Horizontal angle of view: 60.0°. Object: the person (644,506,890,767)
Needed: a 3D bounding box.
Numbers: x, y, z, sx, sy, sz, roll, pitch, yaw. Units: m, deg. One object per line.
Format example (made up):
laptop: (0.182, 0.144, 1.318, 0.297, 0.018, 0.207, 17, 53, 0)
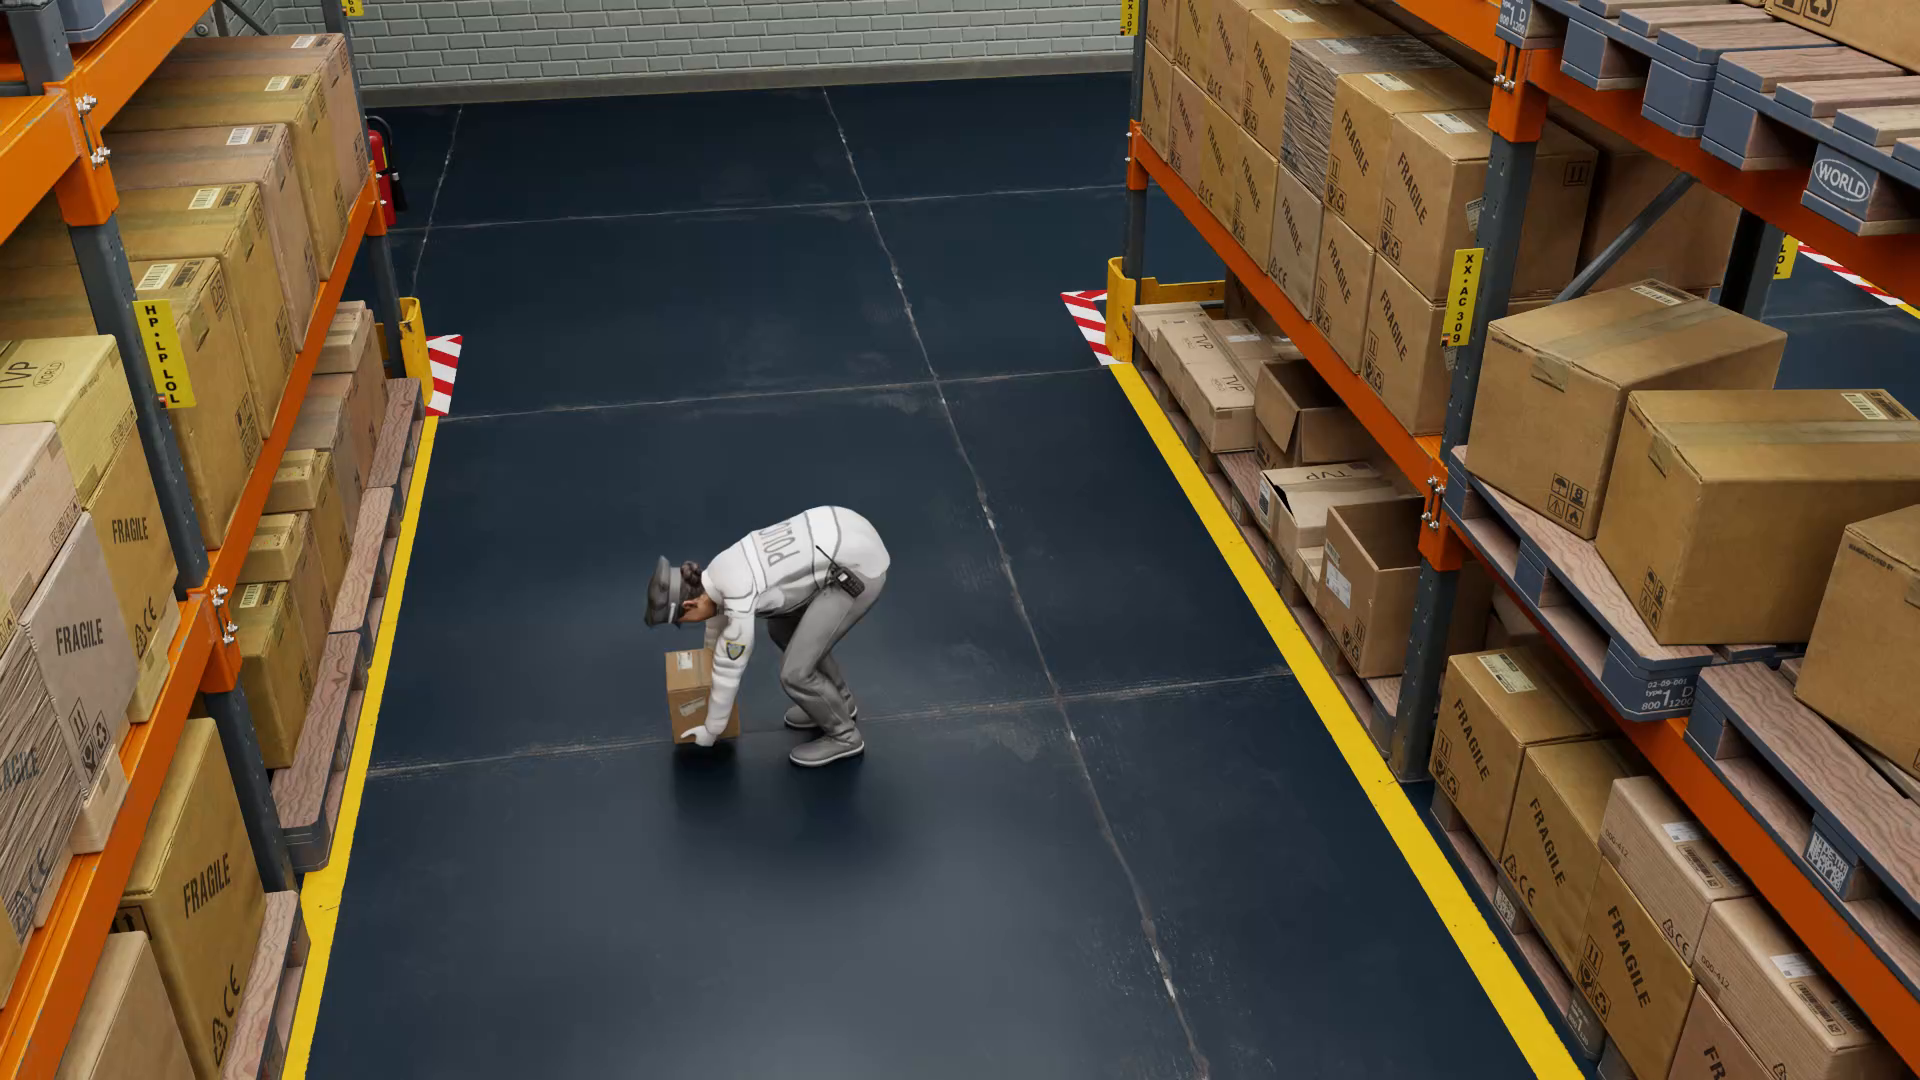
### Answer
person: (-0.705, 0.373, 6.185, 0.901, 0.972, 0.444, -7, 32, -11)
